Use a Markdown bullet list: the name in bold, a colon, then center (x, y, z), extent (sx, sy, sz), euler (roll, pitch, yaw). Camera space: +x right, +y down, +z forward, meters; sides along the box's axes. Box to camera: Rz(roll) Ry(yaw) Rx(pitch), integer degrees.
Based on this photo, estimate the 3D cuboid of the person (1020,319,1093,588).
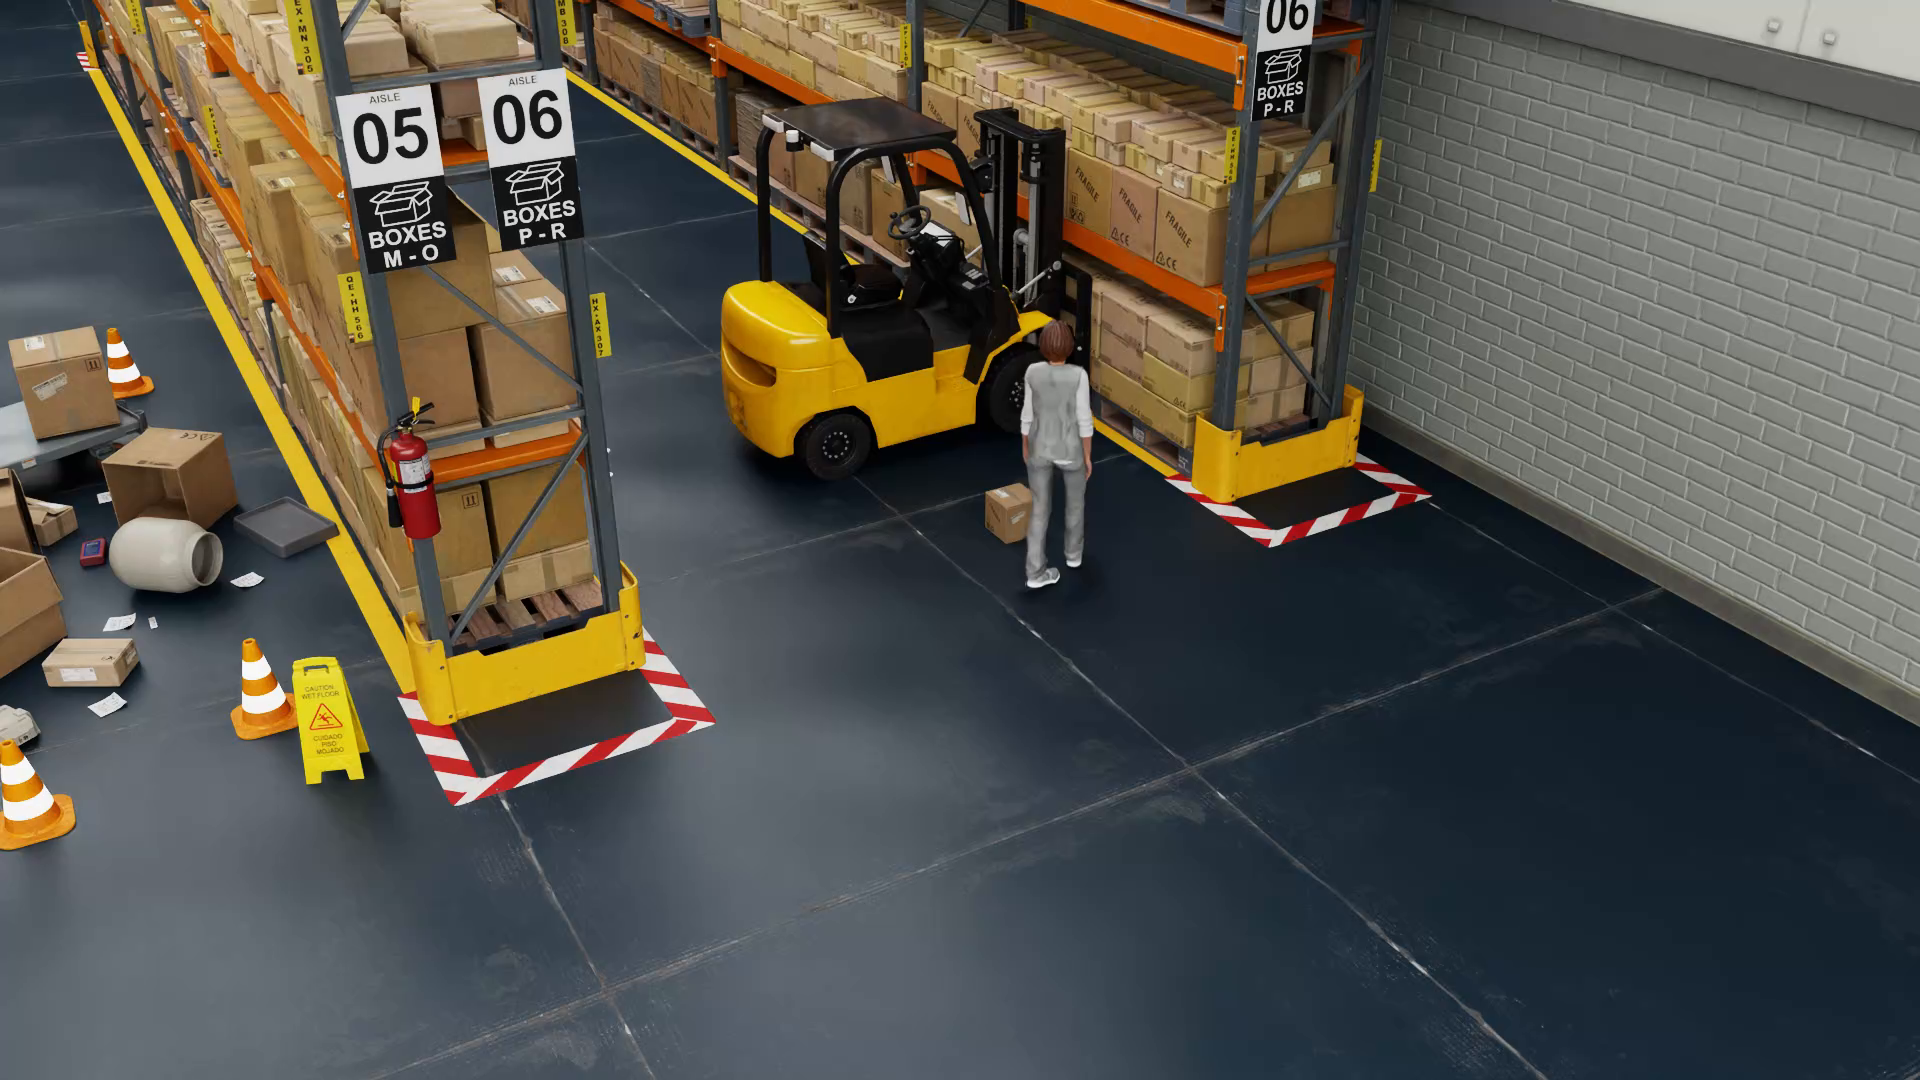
- **person**: center (0.555, -0.508, 9.453), extent (0.426, 1.589, 0.627), euler (7, 30, 12)
